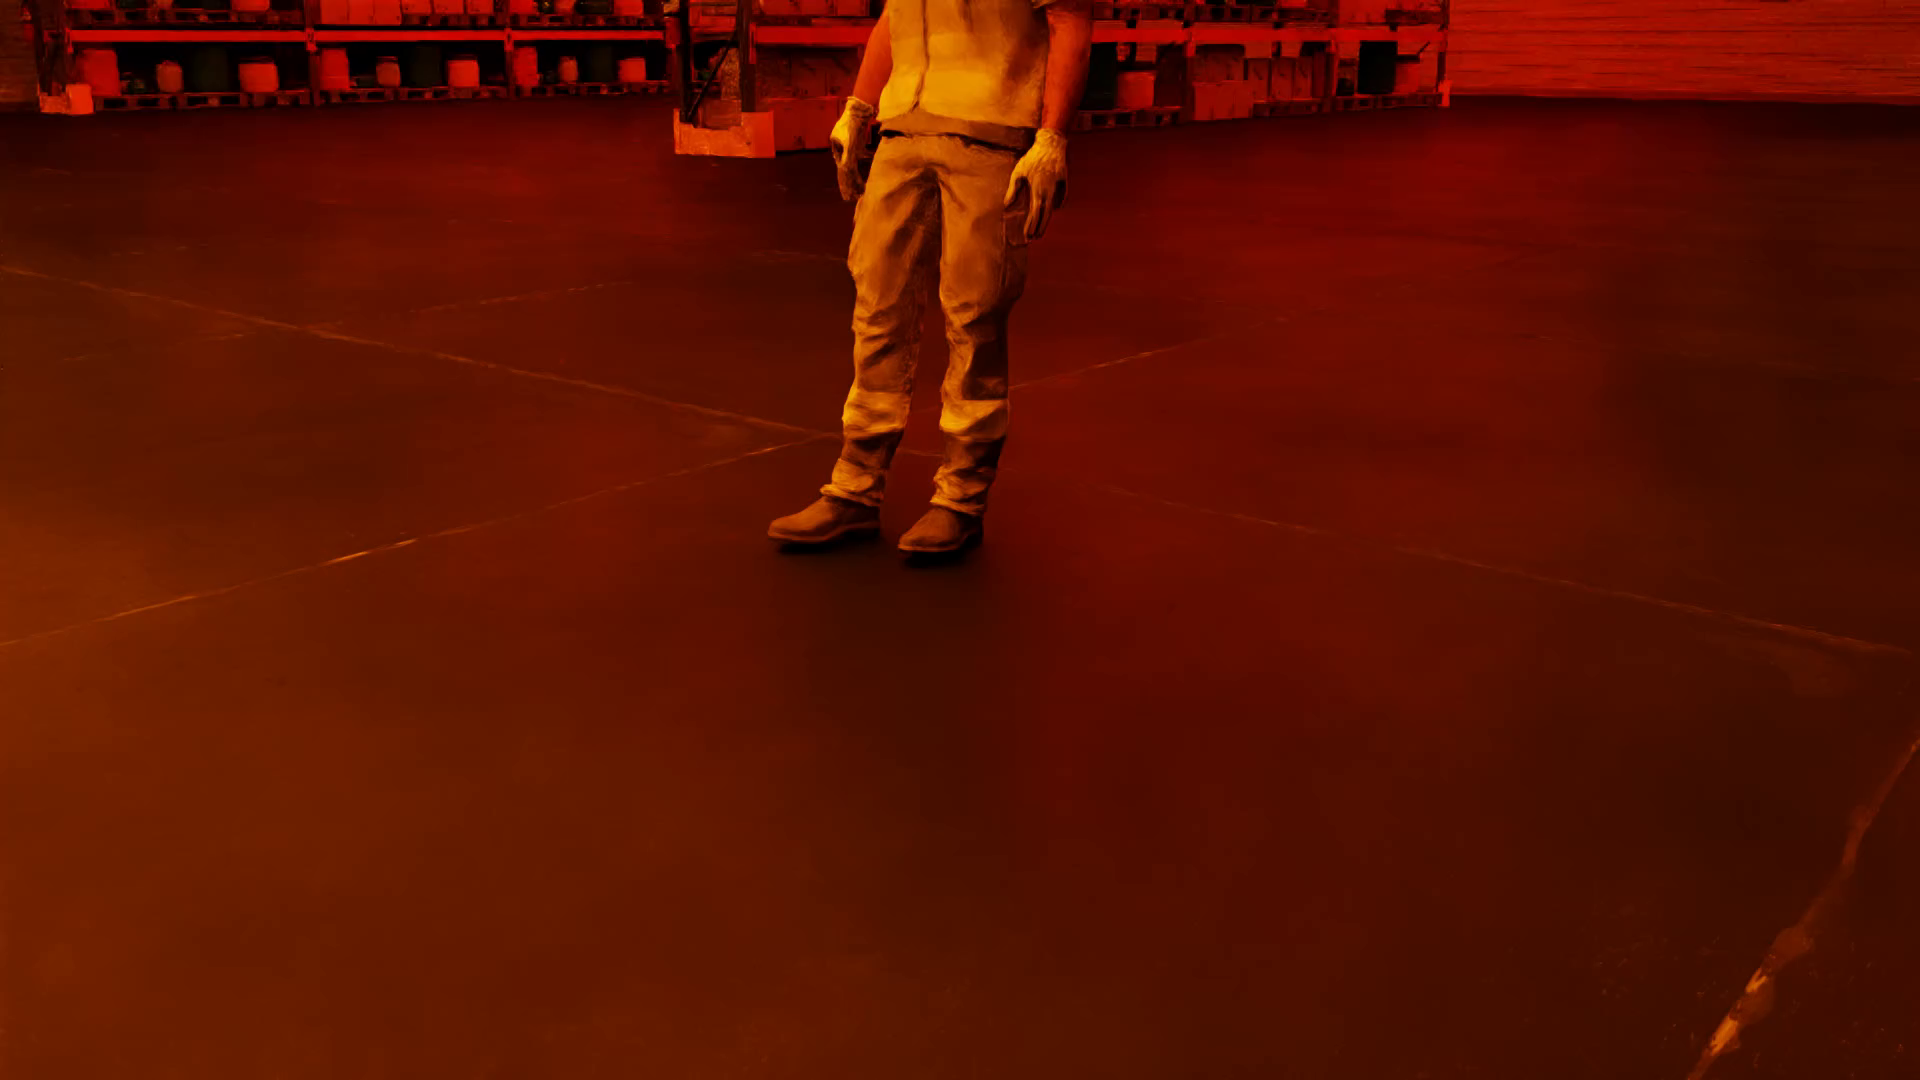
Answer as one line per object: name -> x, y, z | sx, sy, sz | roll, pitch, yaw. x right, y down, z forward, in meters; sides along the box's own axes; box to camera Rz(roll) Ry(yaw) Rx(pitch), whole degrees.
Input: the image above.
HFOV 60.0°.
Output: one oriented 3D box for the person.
person -> -0.060, -0.847, 3.627 | 0.637, 1.787, 0.563 | 13, 21, 37
